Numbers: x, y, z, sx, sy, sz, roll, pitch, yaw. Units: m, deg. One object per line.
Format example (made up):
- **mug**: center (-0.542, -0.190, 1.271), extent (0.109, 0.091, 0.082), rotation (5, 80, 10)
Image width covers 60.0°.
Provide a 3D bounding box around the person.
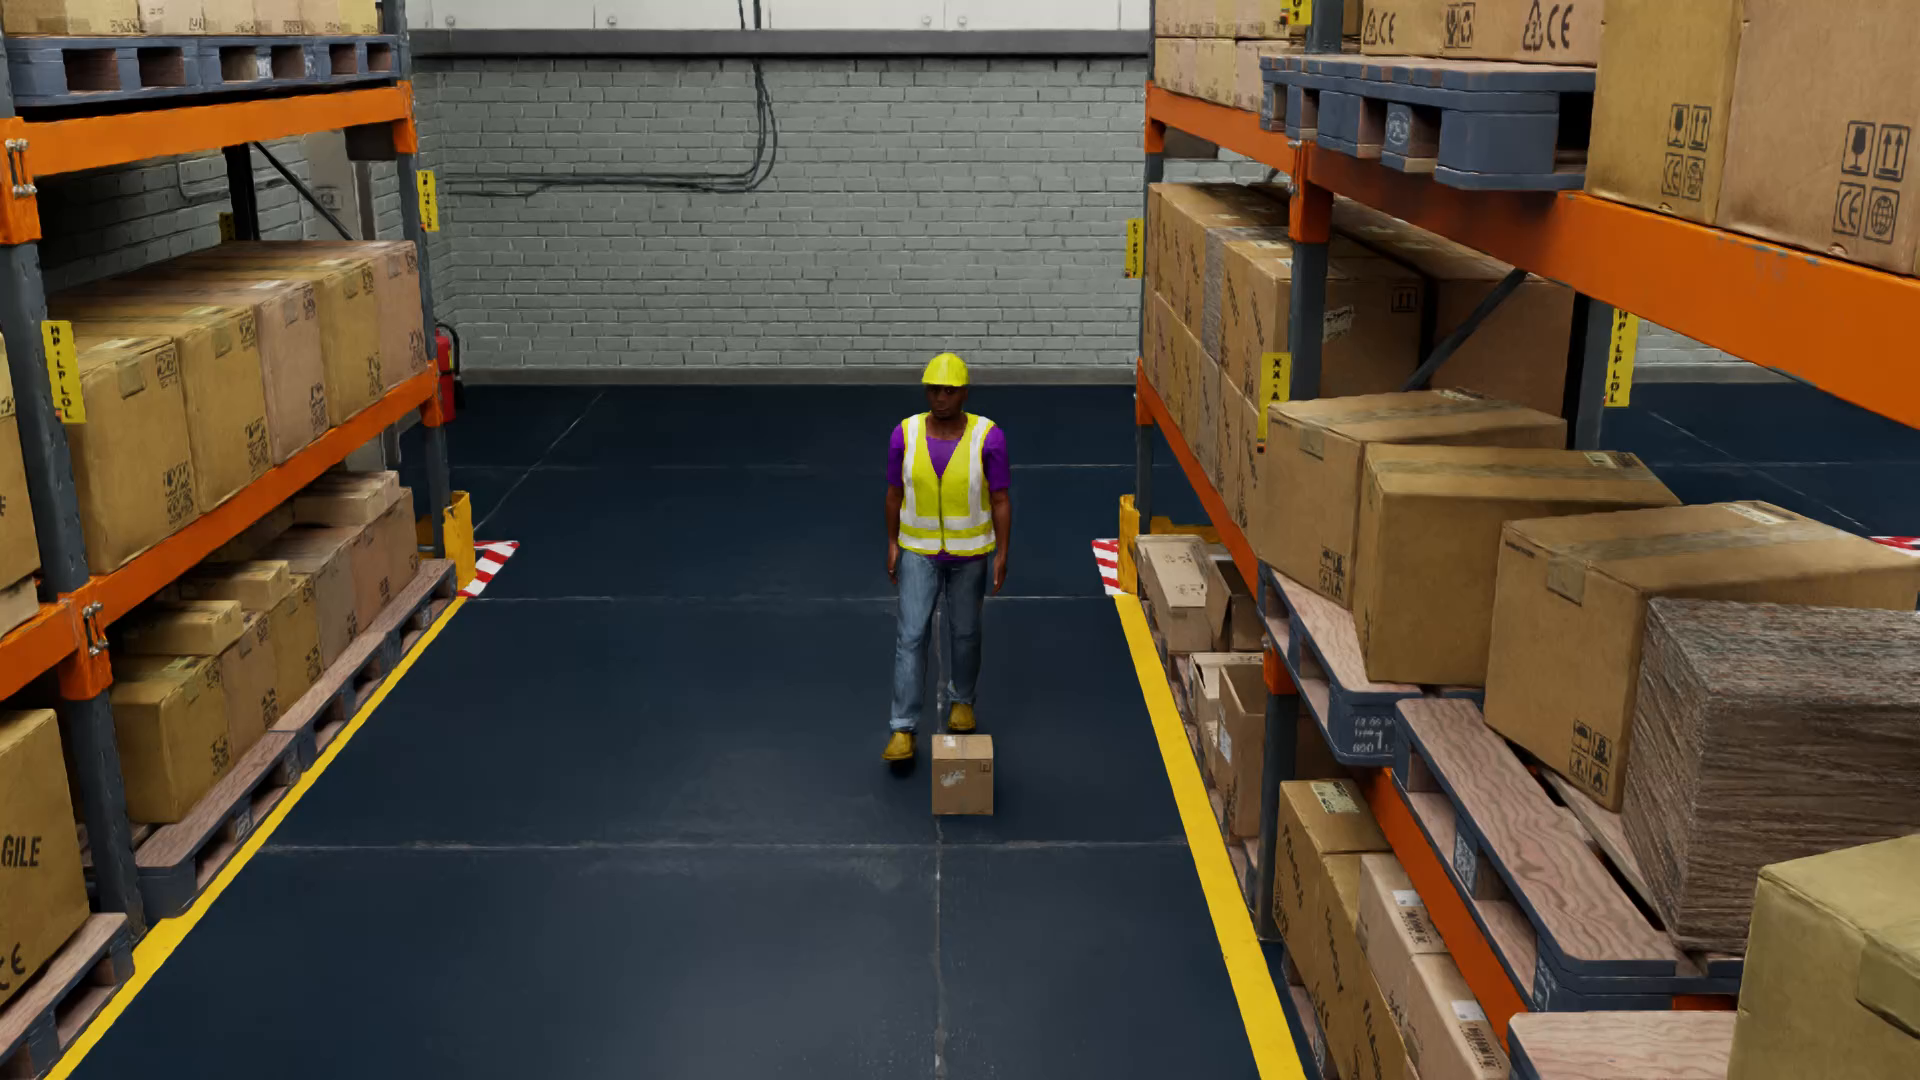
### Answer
- **person**: center (-0.067, 0.072, 7.241), extent (0.568, 1.746, 0.789), rotation (1, 17, 5)
